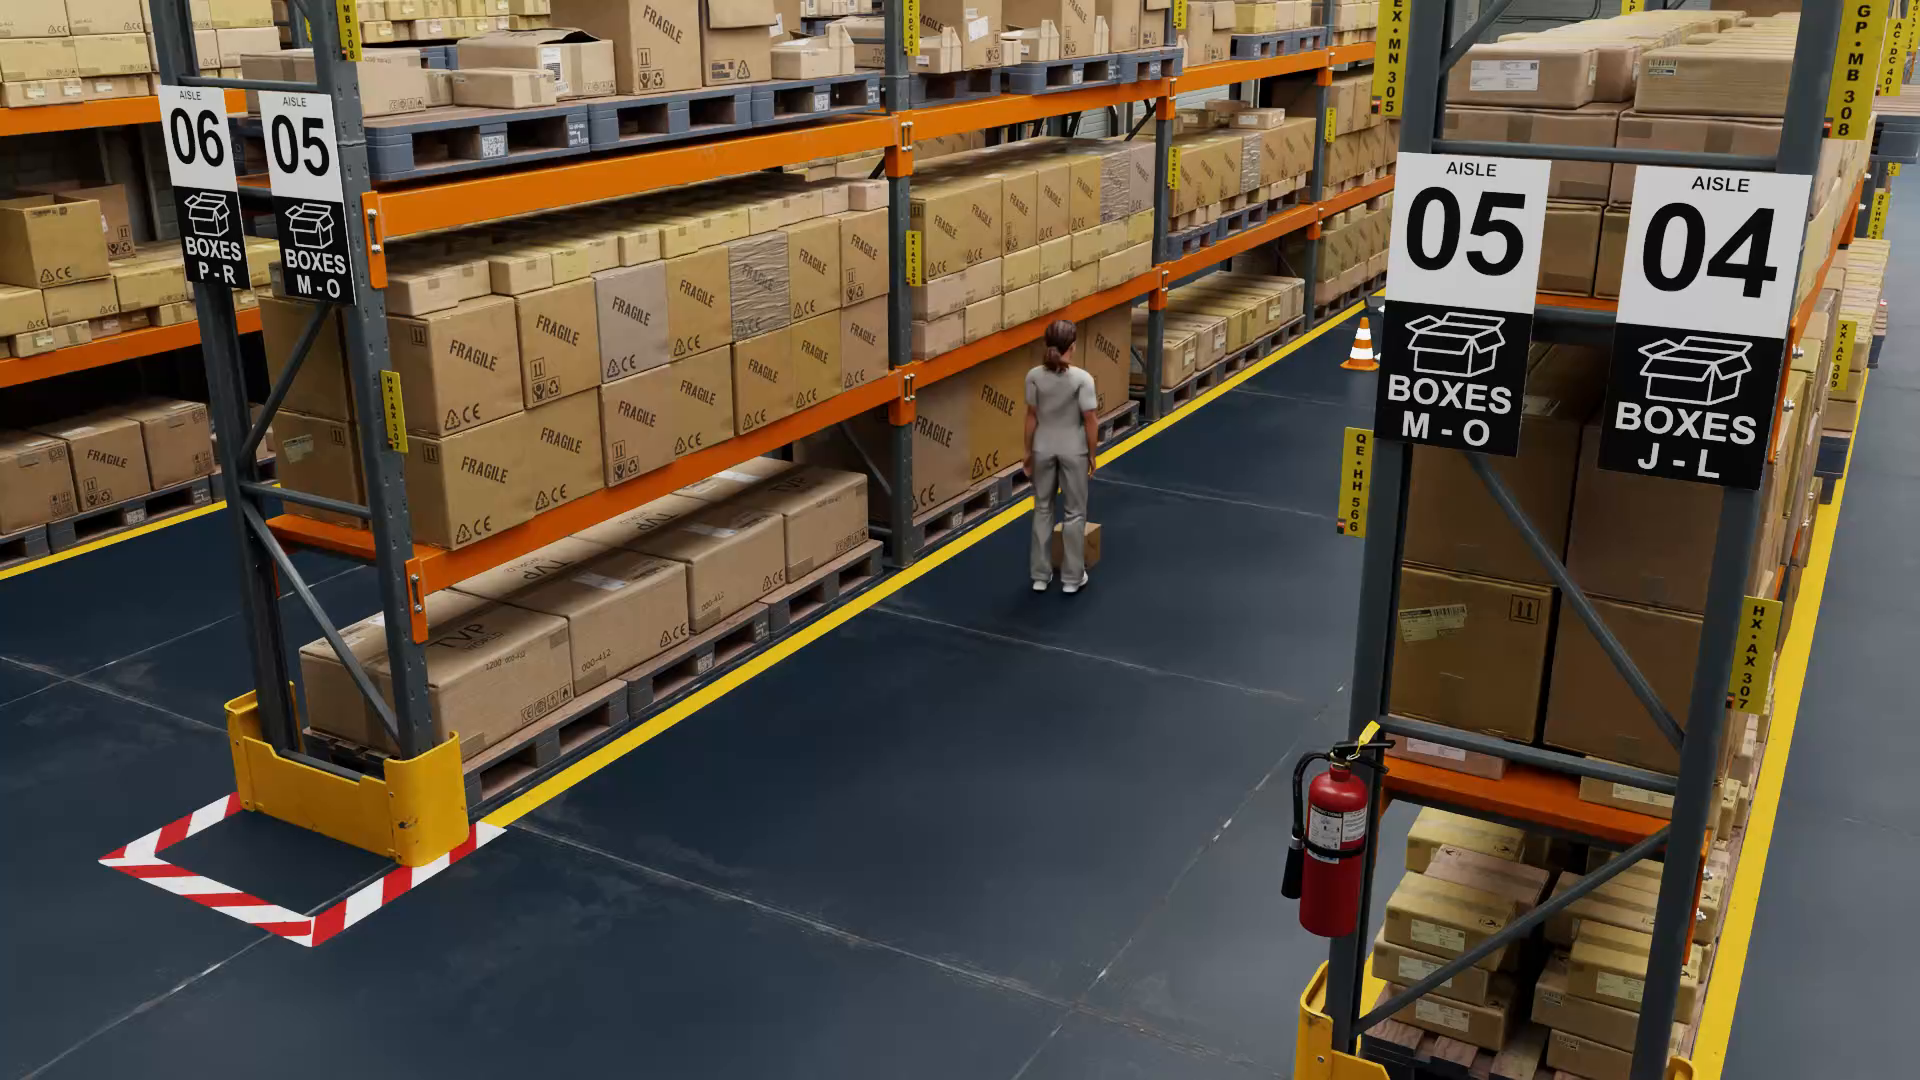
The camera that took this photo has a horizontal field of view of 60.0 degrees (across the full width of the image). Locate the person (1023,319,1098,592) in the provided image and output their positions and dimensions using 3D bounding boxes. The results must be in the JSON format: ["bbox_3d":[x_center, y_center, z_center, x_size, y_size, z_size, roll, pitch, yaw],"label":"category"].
[{"bbox_3d":[0.600,-0.498,9.914,0.450,1.677,0.418,5,20,15],"label":"person"}]
